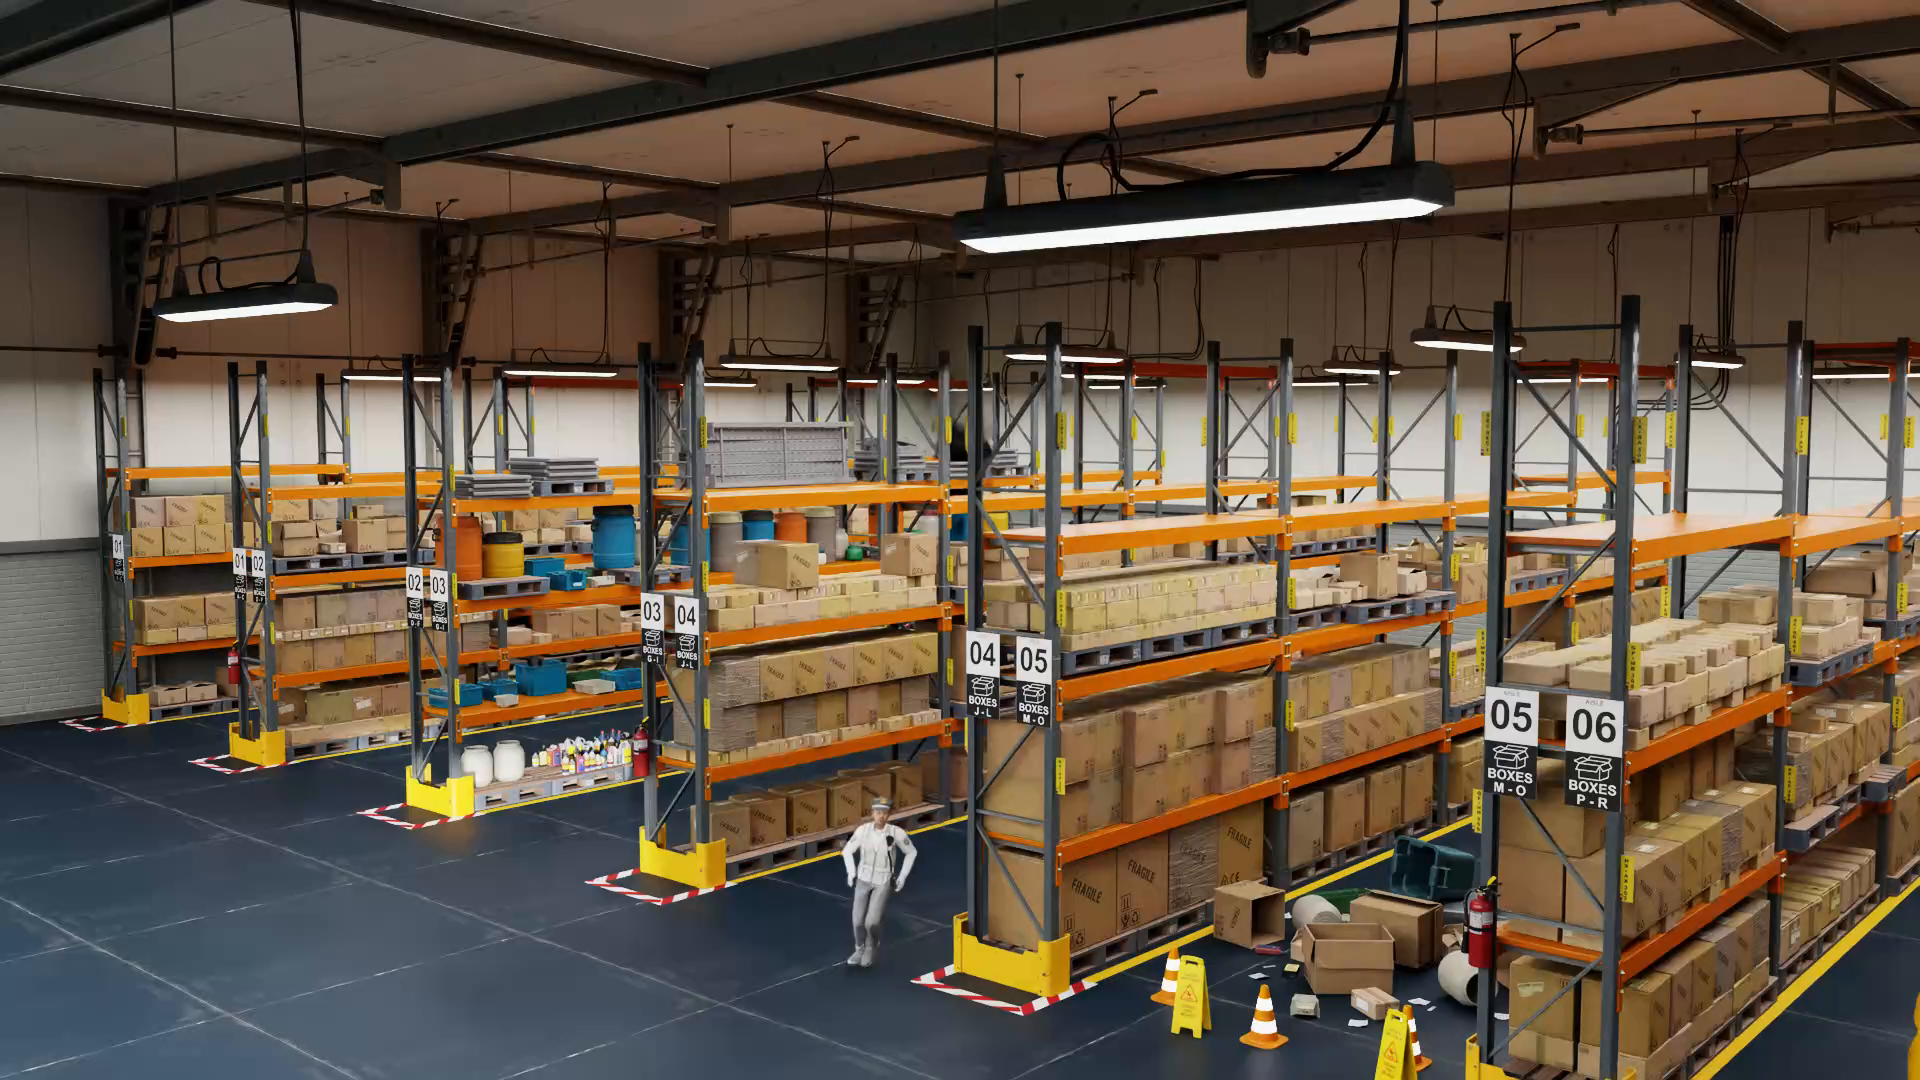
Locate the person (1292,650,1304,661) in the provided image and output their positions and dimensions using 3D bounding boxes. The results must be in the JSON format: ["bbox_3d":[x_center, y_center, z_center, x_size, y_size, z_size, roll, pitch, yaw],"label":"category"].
[{"bbox_3d":[5.091,2.460,25.145,0.574,1.670,0.950,3,5,32],"label":"person"}]

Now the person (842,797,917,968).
[{"bbox_3d":[-0.781,3.198,15.530,0.676,1.636,0.571,1,4,14],"label":"person"}]

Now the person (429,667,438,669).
[{"bbox_3d":[-9.199,2.256,28.890,0.526,1.556,0.536,3,5,35],"label":"person"}]
